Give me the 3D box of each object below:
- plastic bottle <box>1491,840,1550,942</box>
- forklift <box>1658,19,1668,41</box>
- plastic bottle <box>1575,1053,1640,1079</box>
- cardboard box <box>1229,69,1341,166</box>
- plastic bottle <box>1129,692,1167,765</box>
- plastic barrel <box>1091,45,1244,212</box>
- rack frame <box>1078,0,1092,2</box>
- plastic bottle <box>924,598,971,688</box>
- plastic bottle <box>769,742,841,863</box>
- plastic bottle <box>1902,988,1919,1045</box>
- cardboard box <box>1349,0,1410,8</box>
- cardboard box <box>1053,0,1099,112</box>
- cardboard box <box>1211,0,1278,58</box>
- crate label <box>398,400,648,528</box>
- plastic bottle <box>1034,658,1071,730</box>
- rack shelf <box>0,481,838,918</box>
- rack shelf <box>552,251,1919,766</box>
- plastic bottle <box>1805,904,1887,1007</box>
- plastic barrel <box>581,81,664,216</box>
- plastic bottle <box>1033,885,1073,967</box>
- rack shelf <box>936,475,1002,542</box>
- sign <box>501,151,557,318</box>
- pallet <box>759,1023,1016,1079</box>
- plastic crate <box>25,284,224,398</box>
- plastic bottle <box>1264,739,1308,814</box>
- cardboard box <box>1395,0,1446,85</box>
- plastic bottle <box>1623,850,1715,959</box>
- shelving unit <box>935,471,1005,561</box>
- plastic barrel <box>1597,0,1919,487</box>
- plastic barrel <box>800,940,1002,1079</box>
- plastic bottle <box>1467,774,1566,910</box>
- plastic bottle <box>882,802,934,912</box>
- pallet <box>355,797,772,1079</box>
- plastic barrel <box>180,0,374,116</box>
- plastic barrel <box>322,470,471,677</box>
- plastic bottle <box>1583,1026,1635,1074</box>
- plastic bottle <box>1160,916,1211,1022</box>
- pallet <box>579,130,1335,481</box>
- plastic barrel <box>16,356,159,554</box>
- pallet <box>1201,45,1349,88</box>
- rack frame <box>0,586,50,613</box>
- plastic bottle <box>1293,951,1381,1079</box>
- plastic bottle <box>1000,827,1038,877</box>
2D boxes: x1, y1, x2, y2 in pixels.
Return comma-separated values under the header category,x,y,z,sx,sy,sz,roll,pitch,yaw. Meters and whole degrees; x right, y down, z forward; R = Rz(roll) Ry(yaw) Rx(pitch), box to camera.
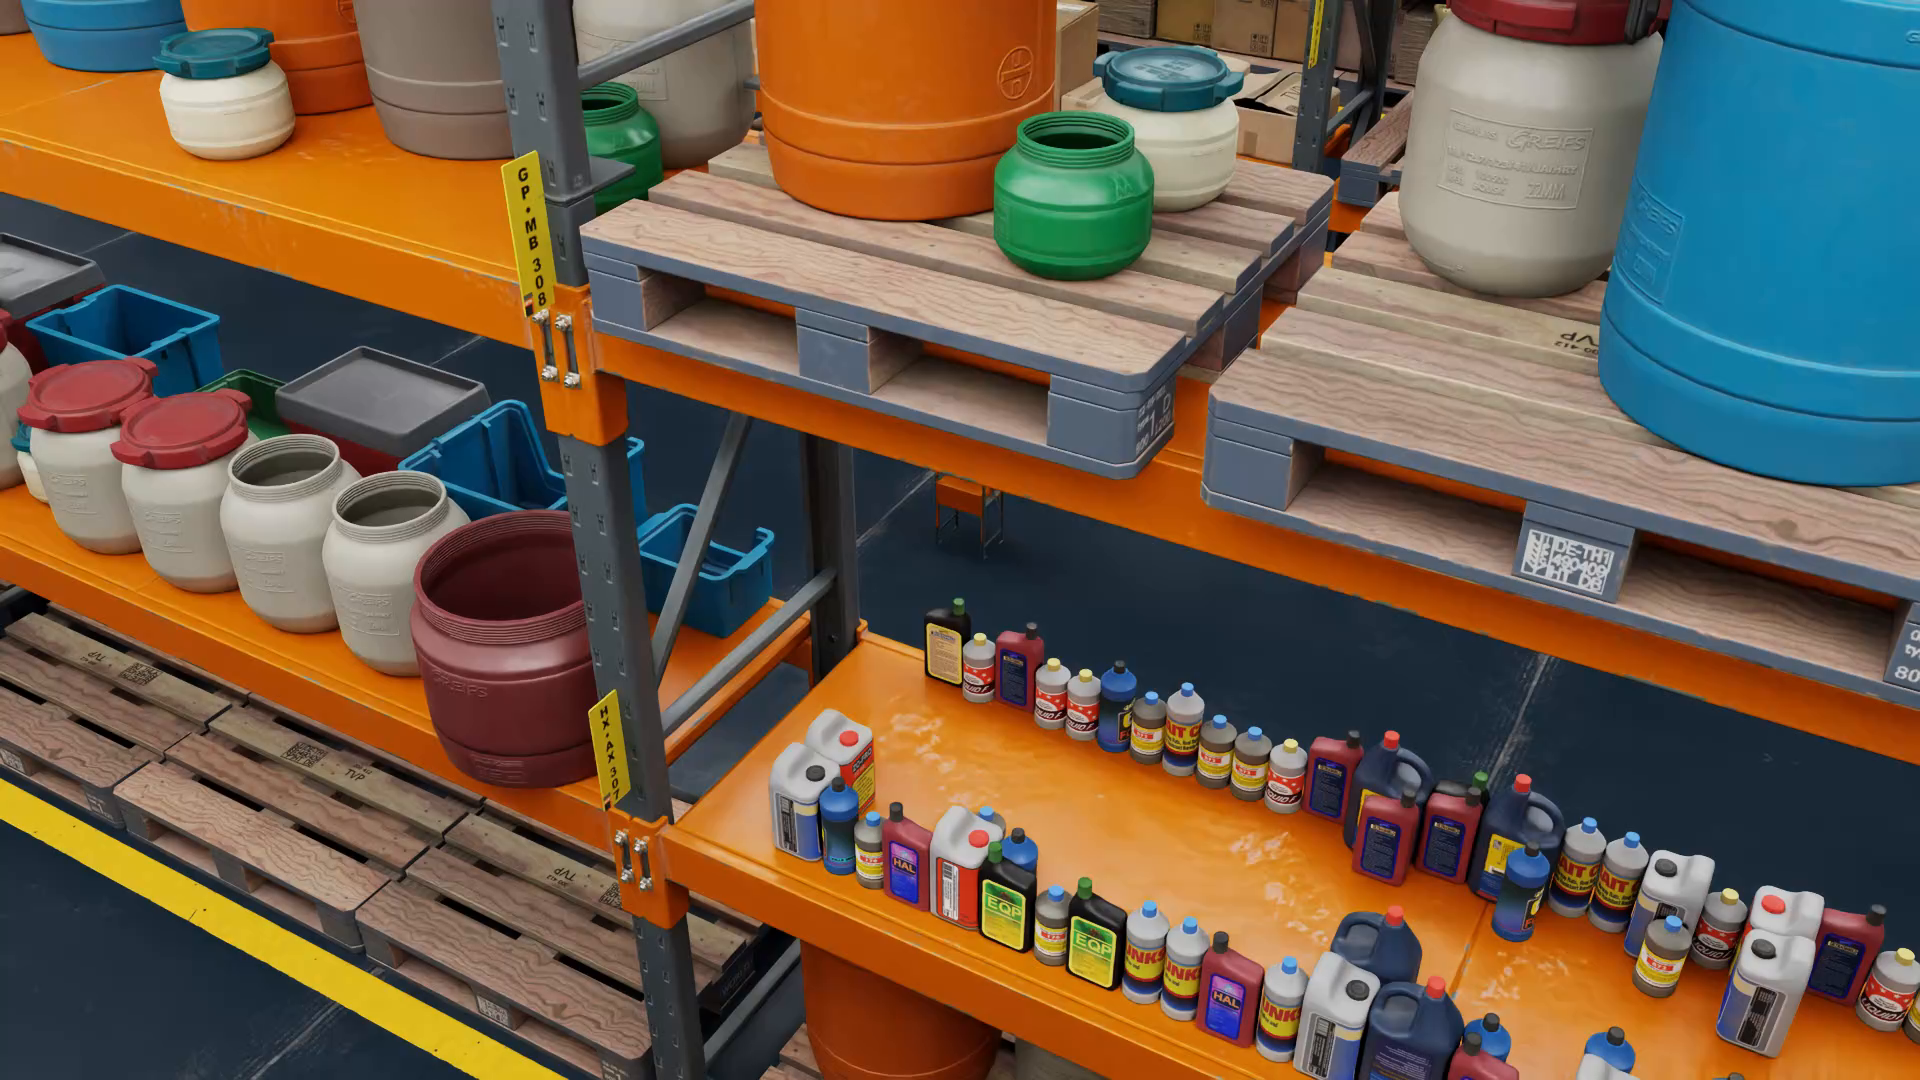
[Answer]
category,x,y,z,sx,sy,sz,roll,pitch,yaw
plastic bottle,1.329,0.820,3.929,0.097,0.271,0.097,0,34,0
forklift,4.272,-3.131,9.807,1.130,2.935,3.031,24,40,31
plastic bottle,1.299,1.183,3.379,0.135,0.276,0.152,18,37,24
cardboard box,1.569,-2.142,8.341,0.500,0.311,0.500,20,39,27
plastic bottle,0.510,0.497,4.476,0.097,0.201,0.097,0,34,0
plastic barrel,0.405,-0.817,3.310,0.301,0.262,0.301,0,34,0
rack frame,0.845,-5.543,13.368,0.127,3.000,1.000,18,37,24
plastic bottle,-0.035,0.279,4.730,0.133,0.283,0.061,18,37,24
plastic bottle,-0.383,0.651,4.179,0.135,0.276,0.152,18,37,24
plastic bottle,2.173,1.024,3.685,0.097,0.201,0.097,0,34,0
cardboard box,3.203,-4.258,12.619,0.500,0.250,0.500,18,38,25
cardboard box,0.398,-2.554,8.788,0.500,0.500,0.500,16,37,22
cardboard box,2.388,-4.214,13.230,0.500,0.500,0.700,18,38,25
crate label,-1.327,-0.094,5.153,0.616,0.435,0.502,18,37,24
plastic bottle,0.256,0.417,4.597,0.097,0.201,0.097,0,34,0
rack shelf,-2.335,0.074,5.582,4.000,0.370,1.077,18,37,24
rack shelf,1.138,-0.075,3.099,4.000,0.370,1.077,18,37,24
plastic bottle,1.997,0.923,3.764,0.133,0.283,0.061,18,37,24
plastic barrel,-0.838,-0.903,3.833,0.294,0.245,0.294,0,34,0
plastic bottle,0.222,0.891,3.886,0.097,0.201,0.097,0,34,0
rack shelf,0.046,-0.182,7.597,0.240,0.259,0.215,18,37,24
sign,-0.865,-0.614,3.354,0.005,0.325,0.100,18,37,24
pallet,0.107,1.682,5.034,1.213,0.211,1.003,18,37,24
plastic crate,-2.959,-0.615,5.982,0.575,0.384,0.392,18,37,24
plastic bottle,0.848,0.604,4.315,0.097,0.201,0.097,0,34,0
cardboard box,3.667,-3.759,12.547,0.500,0.500,0.700,18,38,25
plastic bottle,1.657,0.847,3.884,0.135,0.276,0.152,18,37,24
shelving unit,0.046,-0.422,7.437,0.252,1.050,0.215,18,37,24
plastic barrel,1.317,-0.603,2.412,0.708,0.901,0.600,18,37,24
plastic barrel,-0.165,1.179,4.852,0.708,0.830,0.600,18,37,24
plastic bottle,1.351,0.716,4.012,0.185,0.351,0.144,18,37,24
plastic bottle,-0.120,0.760,4.008,0.133,0.283,0.061,18,37,24
pallet,-1.251,1.253,5.678,1.213,0.211,1.003,18,37,24
plastic barrel,-1.771,-1.613,4.372,0.708,0.830,0.600,18,37,24
plastic barrel,-1.597,0.098,4.796,0.421,0.512,0.421,0,34,0
plastic bottle,1.345,1.120,3.478,0.097,0.271,0.097,0,34,0
plastic bottle,0.507,0.952,3.731,0.097,0.271,0.097,0,34,0
pallet,0.017,-0.588,3.391,1.213,0.211,1.003,18,37,24
plastic barrel,-2.712,-0.262,5.314,0.433,0.535,0.433,0,34,0
pallet,2.585,-3.834,13.317,1.213,0.211,1.003,18,37,24
rack frame,-4.071,-0.776,6.209,0.127,3.000,1.000,18,37,24
plastic bottle,0.821,1.032,3.606,0.135,0.276,0.152,18,37,24
plastic bottle,0.136,0.795,3.965,0.097,0.271,0.097,0,34,0
